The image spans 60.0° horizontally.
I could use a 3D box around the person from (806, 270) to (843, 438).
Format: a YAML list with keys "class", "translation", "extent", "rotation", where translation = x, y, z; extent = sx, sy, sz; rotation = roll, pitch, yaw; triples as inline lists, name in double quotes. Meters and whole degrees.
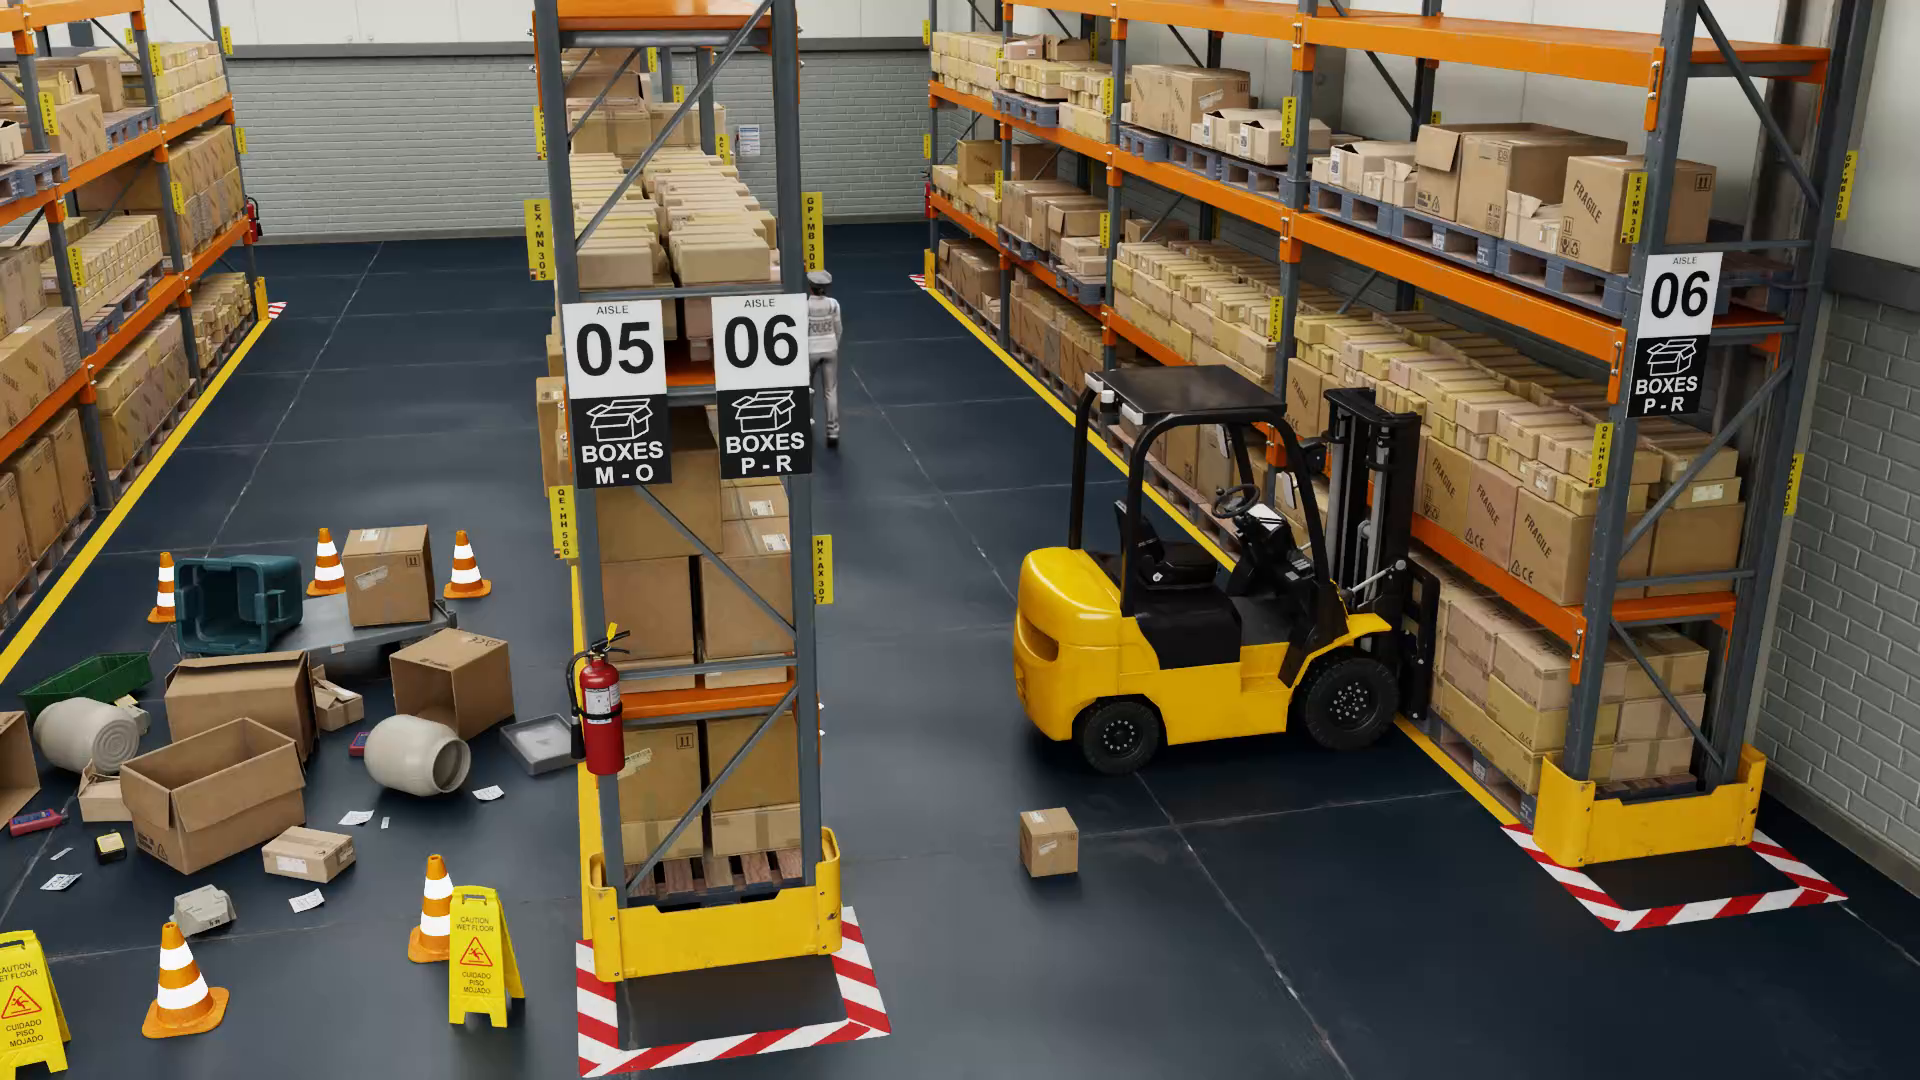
- class: "person"
  translation: [-1.366, -1.839, 16.136]
  extent: [0.477, 1.636, 0.993]
  rotation: [-4, 20, -12]
